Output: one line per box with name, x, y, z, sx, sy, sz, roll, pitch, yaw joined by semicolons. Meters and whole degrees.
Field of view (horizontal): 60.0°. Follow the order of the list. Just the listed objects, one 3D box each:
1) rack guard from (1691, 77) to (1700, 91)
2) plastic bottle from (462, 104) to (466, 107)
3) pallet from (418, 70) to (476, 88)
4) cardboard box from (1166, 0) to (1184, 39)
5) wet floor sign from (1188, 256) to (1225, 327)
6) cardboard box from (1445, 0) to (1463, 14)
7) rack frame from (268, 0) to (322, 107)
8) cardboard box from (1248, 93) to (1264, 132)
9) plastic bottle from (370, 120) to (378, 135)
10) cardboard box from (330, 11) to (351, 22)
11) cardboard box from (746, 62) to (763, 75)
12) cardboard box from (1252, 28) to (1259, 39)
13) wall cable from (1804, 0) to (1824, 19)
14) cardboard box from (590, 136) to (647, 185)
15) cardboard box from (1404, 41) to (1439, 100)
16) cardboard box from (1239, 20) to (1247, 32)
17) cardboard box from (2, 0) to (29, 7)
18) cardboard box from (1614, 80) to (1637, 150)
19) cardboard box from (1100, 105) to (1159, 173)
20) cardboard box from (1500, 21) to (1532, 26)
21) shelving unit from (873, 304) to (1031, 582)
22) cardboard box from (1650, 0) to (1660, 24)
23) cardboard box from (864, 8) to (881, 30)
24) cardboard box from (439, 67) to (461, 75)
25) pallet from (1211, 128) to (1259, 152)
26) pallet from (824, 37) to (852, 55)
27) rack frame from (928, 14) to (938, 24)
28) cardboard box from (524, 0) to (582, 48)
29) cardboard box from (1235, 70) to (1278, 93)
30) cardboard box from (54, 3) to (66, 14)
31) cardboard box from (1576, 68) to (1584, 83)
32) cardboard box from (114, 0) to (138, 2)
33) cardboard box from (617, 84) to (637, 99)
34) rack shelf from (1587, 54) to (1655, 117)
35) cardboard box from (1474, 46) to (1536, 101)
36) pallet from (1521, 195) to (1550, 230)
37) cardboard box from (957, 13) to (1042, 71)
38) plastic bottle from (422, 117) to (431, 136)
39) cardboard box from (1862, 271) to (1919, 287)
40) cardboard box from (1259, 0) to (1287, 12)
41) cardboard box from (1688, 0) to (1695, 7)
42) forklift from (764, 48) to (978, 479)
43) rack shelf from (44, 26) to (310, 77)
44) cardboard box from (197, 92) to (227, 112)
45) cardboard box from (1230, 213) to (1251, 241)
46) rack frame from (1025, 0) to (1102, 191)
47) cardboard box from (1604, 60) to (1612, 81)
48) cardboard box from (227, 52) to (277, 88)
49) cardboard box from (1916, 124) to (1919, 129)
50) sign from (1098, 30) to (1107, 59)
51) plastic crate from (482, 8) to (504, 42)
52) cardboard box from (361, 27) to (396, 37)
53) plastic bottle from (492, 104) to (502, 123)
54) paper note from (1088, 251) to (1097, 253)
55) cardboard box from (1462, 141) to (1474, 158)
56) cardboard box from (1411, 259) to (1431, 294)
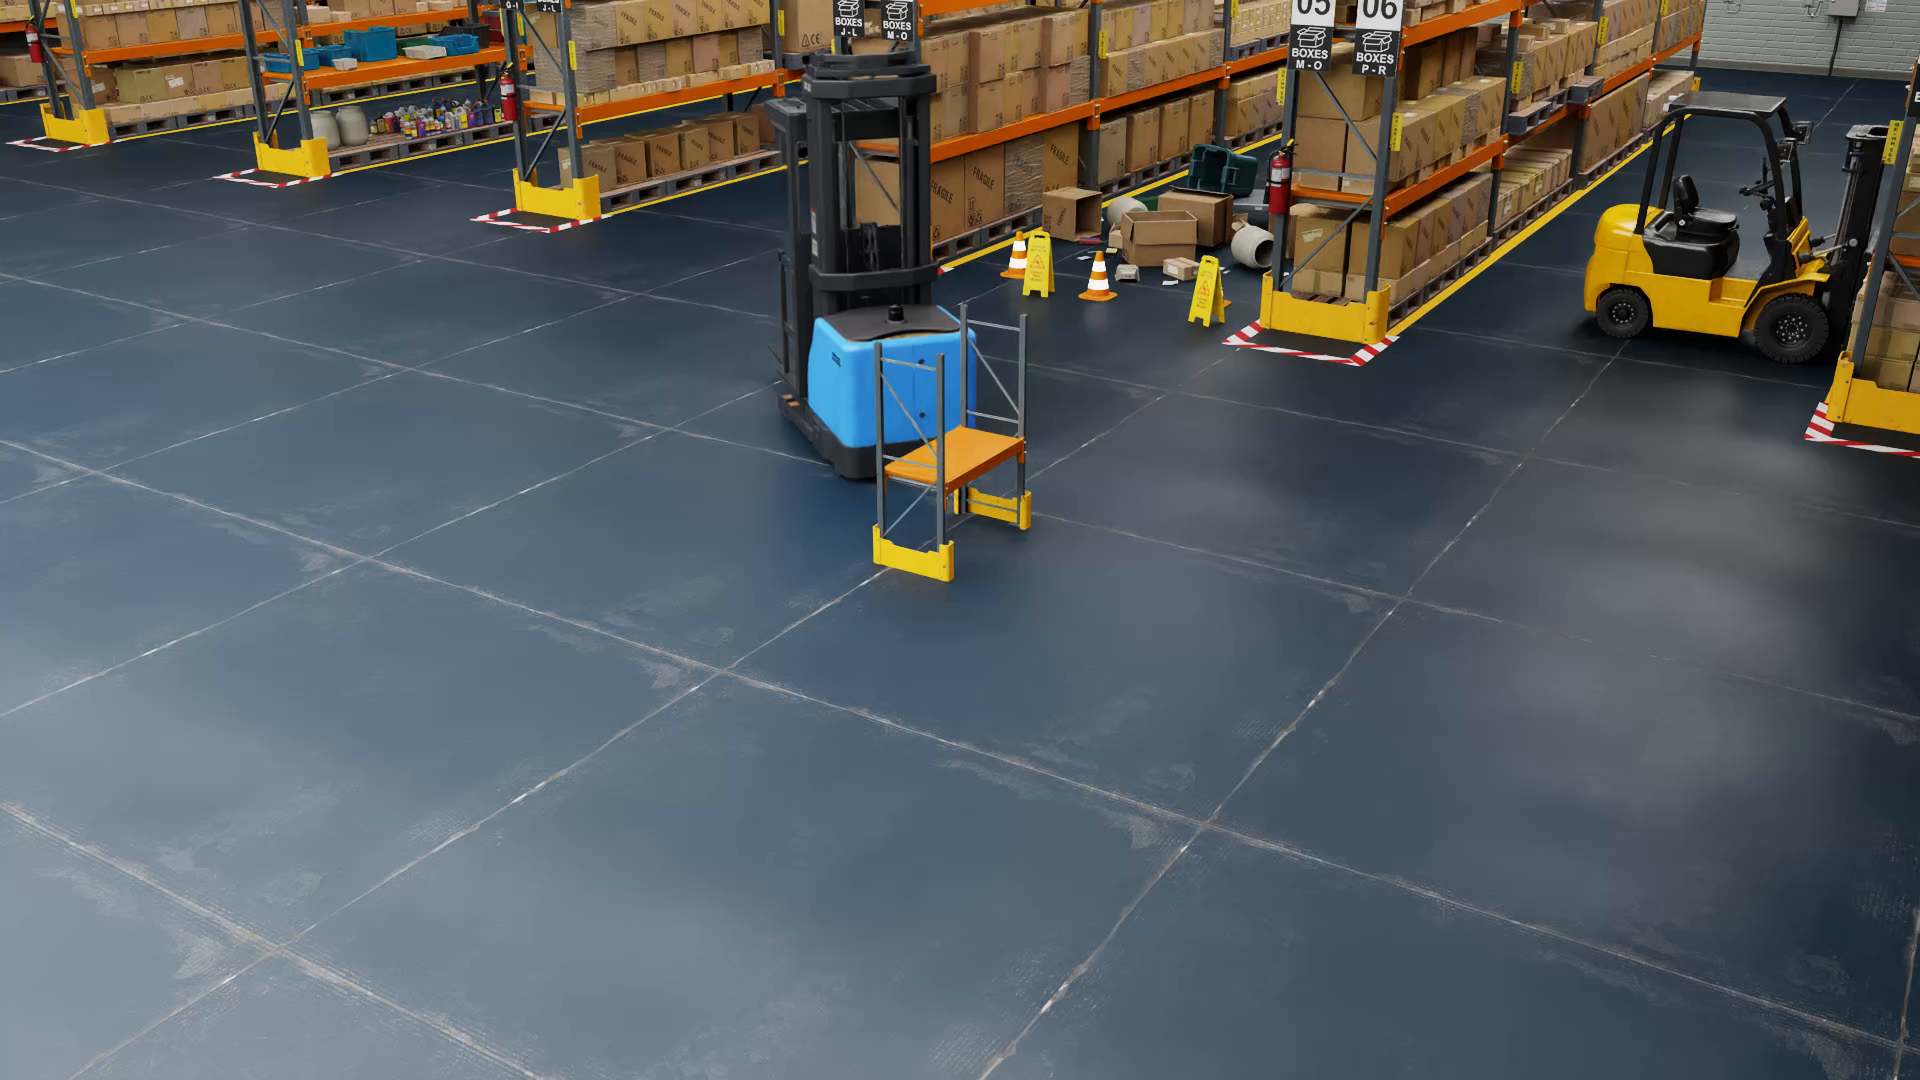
rack guard;11.856;-7.596;28.167;1.175;0.500;0.348;14;27;29
plastic bottle;-7.707;-6.667;25.844;0.097;0.201;0.097;0;23;0
pallet;-9.677;-8.640;30.941;1.003;0.211;1.213;14;27;29
cardboard box;2.585;-7.049;22.373;0.700;0.500;0.500;13;27;28
wet floor sign;2.394;-2.415;16.015;0.232;0.644;0.267;-17;29;-35
cardboard box;4.533;-5.077;15.742;0.380;0.149;0.250;14;27;30
rack frame;-11.319;-8.839;27.892;1.000;3.000;0.127;14;27;29
cardboard box;4.217;-6.439;24.967;0.500;0.500;0.500;14;27;30
plastic bottle;-8.627;-6.079;24.485;0.097;0.201;0.097;0;23;0
cardboard box;-10.678;-8.980;28.534;0.380;0.149;0.250;14;27;29
cardboard box;-2.909;-6.430;22.643;0.380;0.149;0.250;14;27;29
cardboard box;4.197;-7.497;24.581;0.380;0.149;0.250;15;28;31
wall cable;16.009;-10.816;31.180;0.588;1.984;0.122;14;27;29
cardboard box;-4.386;-4.873;21.349;0.500;0.500;0.500;-20;31;-39
cardboard box;4.324;-4.696;16.564;0.700;0.500;0.500;14;27;29
cardboard box;3.932;-7.465;24.132;0.380;0.149;0.250;15;28;31
cardboard box;-16.323;-9.423;28.460;0.500;0.500;0.500;15;27;31
cardboard box;9.005;-6.070;23.642;0.875;0.875;0.875;15;27;30
cardboard box;2.018;-5.402;22.255;1.050;0.750;0.750;14;27;29
cardboard box;6.921;-6.129;20.604;0.500;0.500;0.500;15;28;32
shelving unit;3.991;-3.379;16.791;0.587;1.800;16.366;14;27;29
cardboard box;9.711;-7.686;23.845;0.500;0.500;0.500;15;27;31
cardboard box;-1.256;-7.950;25.185;0.700;0.500;0.500;19;30;37
cardboard box;-9.549;-8.716;30.541;0.500;0.250;0.500;14;27;28
pallet;3.778;-6.022;24.895;1.003;0.211;1.213;14;27;29
pallet;-1.805;-7.347;24.687;1.003;0.211;1.213;14;27;29
rack frame;-0.795;-8.112;26.212;1.000;3.000;0.127;14;27;29
cardboard box;-4.935;-6.290;20.246;0.500;0.500;0.500;14;27;29
cardboard box;4.474;-6.945;25.192;0.500;0.250;0.500;14;27;29
cardboard box;-13.390;-8.001;25.015;0.380;0.149;0.250;13;27;28
cardboard box;7.476;-5.752;20.550;0.380;0.149;0.250;14;27;29
cardboard box;-12.872;-8.481;25.307;0.700;0.500;0.500;13;27;28
cardboard box;-4.256;-5.593;20.710;0.380;0.149;0.250;14;27;29
rack shelf;8.679;-6.380;23.117;1.077;0.370;4.000;14;27;29
cardboard box;6.005;-5.158;18.361;0.500;0.500;0.500;15;27;30
pallet;6.566;-4.082;20.413;1.003;0.211;1.213;14;27;29
cardboard box;0.438;-5.772;19.259;0.875;0.550;0.550;14;27;29
plastic bottle;-7.821;-6.062;24.357;0.097;0.271;0.097;0;23;0
cardboard box;7.865;-2.080;13.953;0.500;0.250;0.500;14;27;30
cardboard box;4.741;-8.123;25.276;0.380;0.149;0.250;13;26;27
cardboard box;11.277;-8.678;26.137;0.500;0.500;0.500;14;27;29
forklift;-0.850;-2.348;12.985;1.130;2.935;3.031;-8;25;-18
rack shelf;-12.374;-7.834;26.475;1.077;0.370;4.000;14;27;29
cardboard box;-12.165;-7.060;26.715;0.500;0.250;0.500;14;27;29
cardboard box;3.261;-3.605;19.243;0.258;0.266;0.396;-3;24;-7
rack frame;1.255;-5.688;20.614;1.000;3.000;0.127;14;27;29
cardboard box;8.351;-6.256;22.113;0.500;0.250;0.500;13;27;27
cardboard box;-11.652;-7.745;27.354;0.500;0.500;0.500;14;27;29
cardboard box;8.221;-3.393;13.995;0.380;0.149;0.250;14;27;30
sign;1.727;-6.006;20.159;0.100;0.325;0.005;14;27;29
plastic crate;-7.118;-8.057;26.004;0.402;0.464;0.583;14;27;29
cardboard box;-12.453;-10.947;34.939;0.750;0.750;0.750;14;27;29
plastic bottle;-7.087;-6.523;25.409;0.061;0.283;0.133;15;28;32
paper note;1.493;-3.248;18.740;0.123;0.001;0.032;-12;26;-26
cardboard box;5.070;-4.054;17.154;0.380;0.149;0.250;13;27;28
cardboard box;4.340;-2.651;16.530;0.500;0.250;0.500;15;28;31
